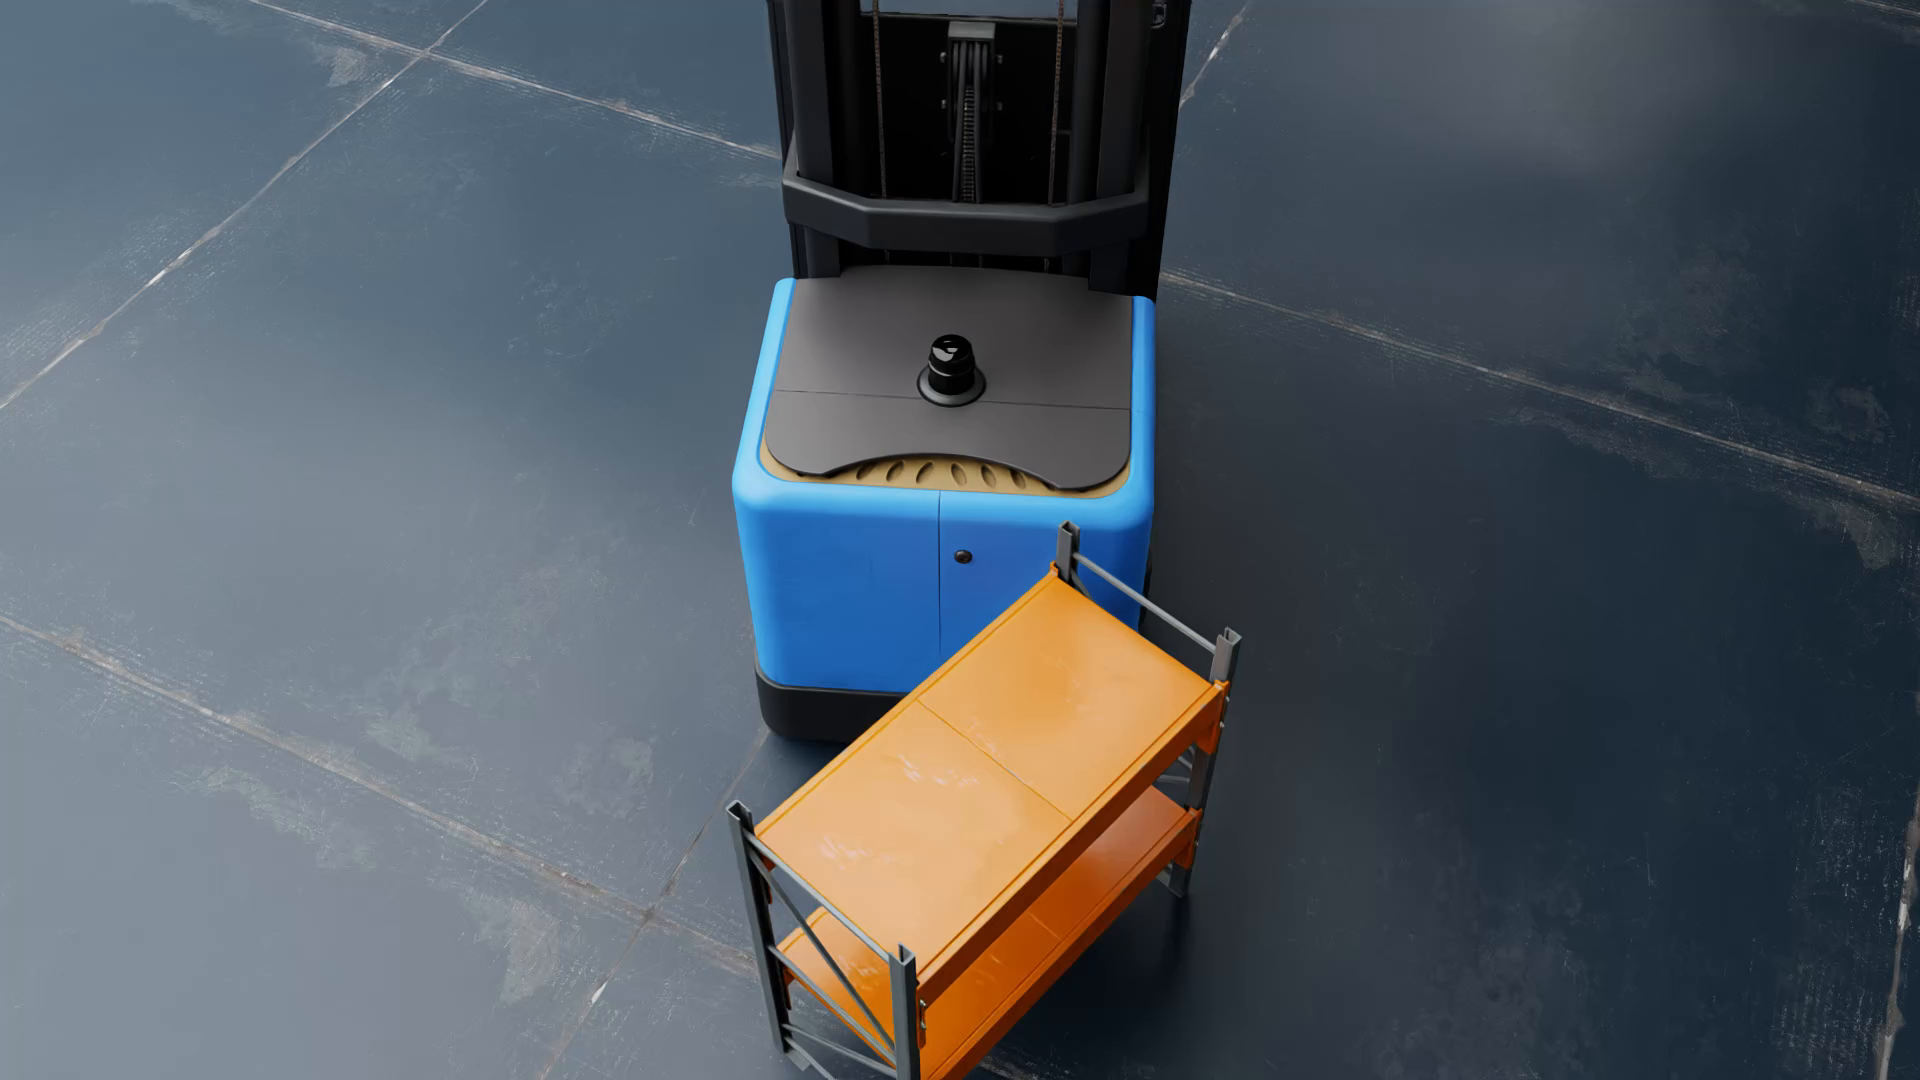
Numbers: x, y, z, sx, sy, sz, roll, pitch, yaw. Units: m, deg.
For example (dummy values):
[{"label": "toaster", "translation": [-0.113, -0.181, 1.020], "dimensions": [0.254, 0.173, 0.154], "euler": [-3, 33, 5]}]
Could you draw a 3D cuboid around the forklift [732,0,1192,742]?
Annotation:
[{"label": "forklift", "translation": [0.066, -1.470, 4.576], "dimensions": [1.130, 2.935, 3.031], "euler": [3, 50, 3]}]

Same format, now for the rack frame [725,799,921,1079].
[{"label": "rack frame", "translation": [-0.276, 1.021, 3.643], "dimensions": [0.500, 1.125, 0.032], "euler": [35, 58, 26]}]

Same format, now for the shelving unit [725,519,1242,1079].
[{"label": "shelving unit", "translation": [0.070, 0.737, 3.884], "dimensions": [0.538, 1.125, 1.048], "euler": [35, 58, 26]}]

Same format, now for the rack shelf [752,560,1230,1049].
[{"label": "rack shelf", "translation": [0.070, 0.547, 3.661], "dimensions": [0.538, 0.278, 1.000], "euler": [35, 58, 26]}]

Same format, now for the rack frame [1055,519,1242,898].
[{"label": "rack frame", "translation": [0.417, 0.454, 4.125], "dimensions": [0.500, 1.125, 0.032], "euler": [35, 58, 26]}]

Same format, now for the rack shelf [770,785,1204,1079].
[{"label": "rack shelf", "translation": [0.070, 0.896, 4.070], "dimensions": [0.538, 0.278, 1.000], "euler": [35, 58, 26]}]
